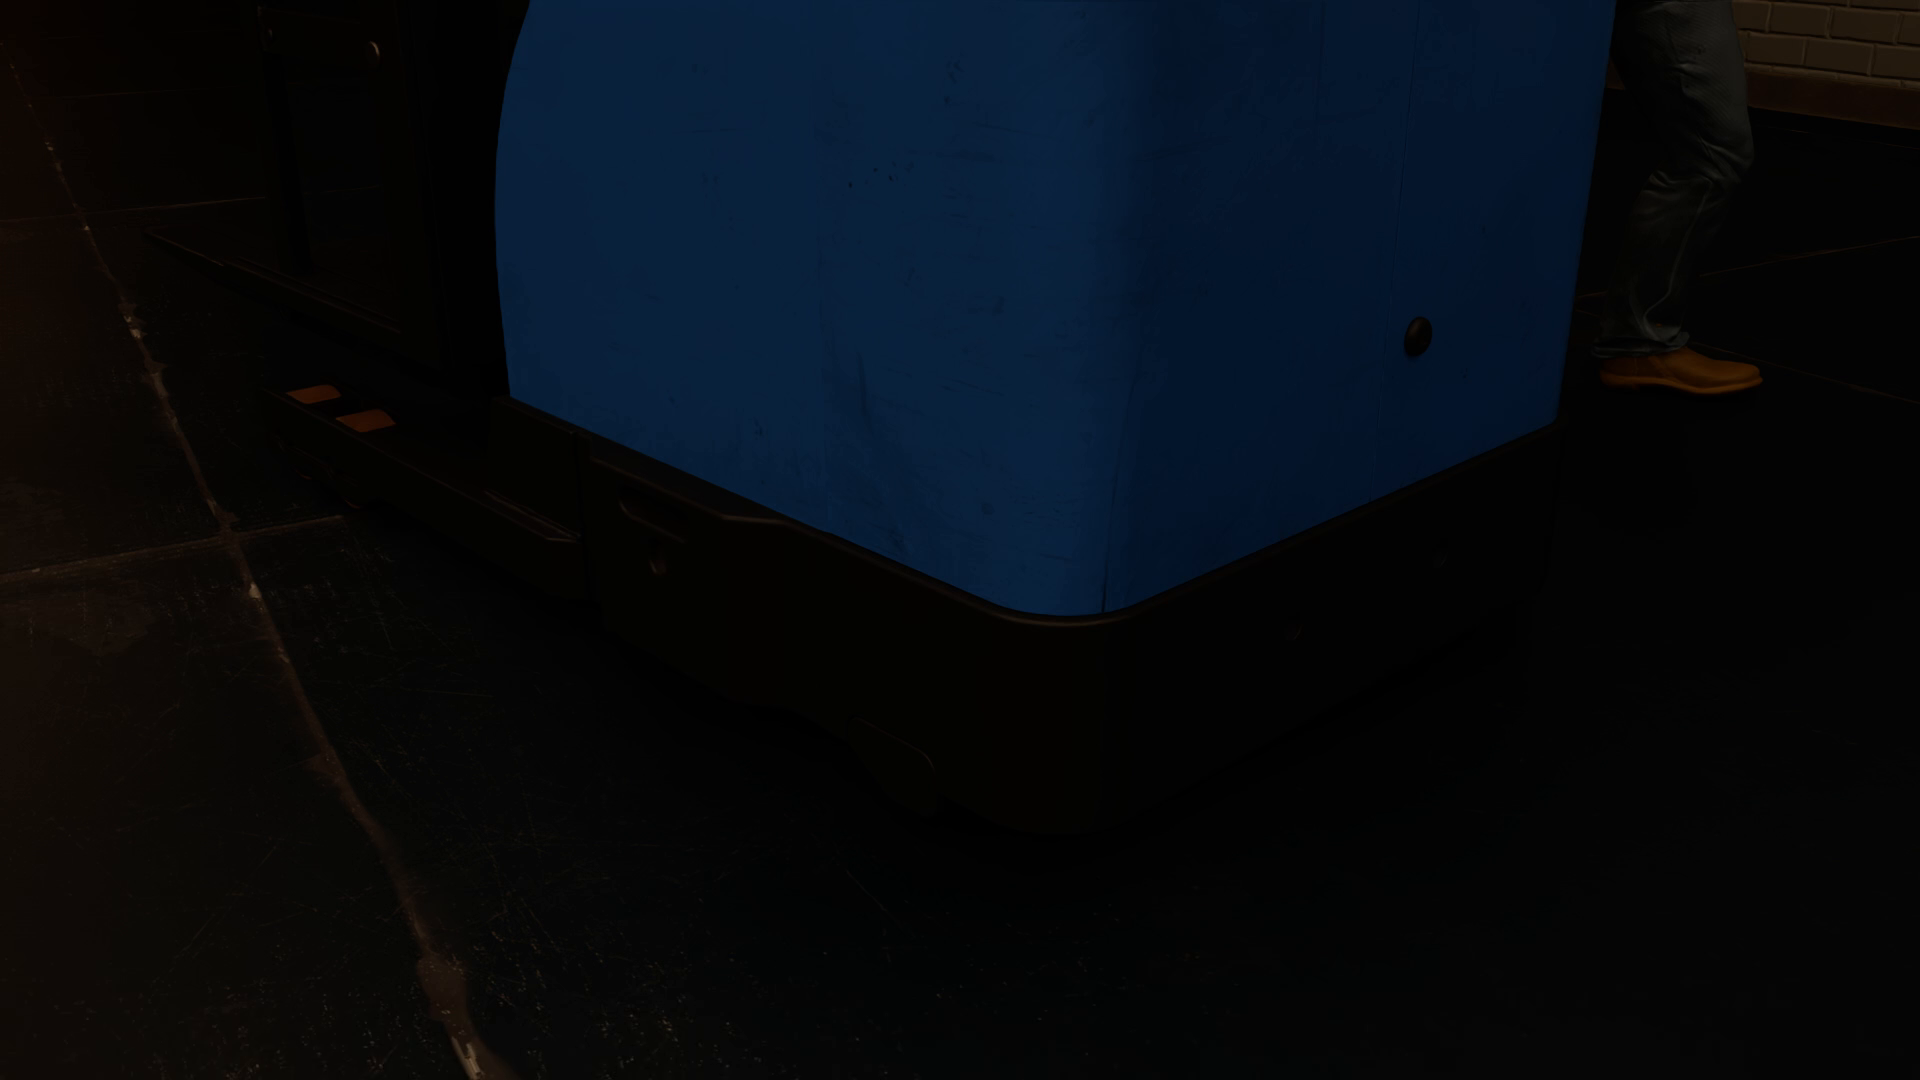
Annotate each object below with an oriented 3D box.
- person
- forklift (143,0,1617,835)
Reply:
[{"bbox_3d":[1.145,-1.056,2.965,0.883,1.733,0.472,-8,24,-19],"label":"person"},{"bbox_3d":[-0.562,-1.523,2.485,1.130,2.935,3.031,-20,29,-40],"label":"forklift"}]
